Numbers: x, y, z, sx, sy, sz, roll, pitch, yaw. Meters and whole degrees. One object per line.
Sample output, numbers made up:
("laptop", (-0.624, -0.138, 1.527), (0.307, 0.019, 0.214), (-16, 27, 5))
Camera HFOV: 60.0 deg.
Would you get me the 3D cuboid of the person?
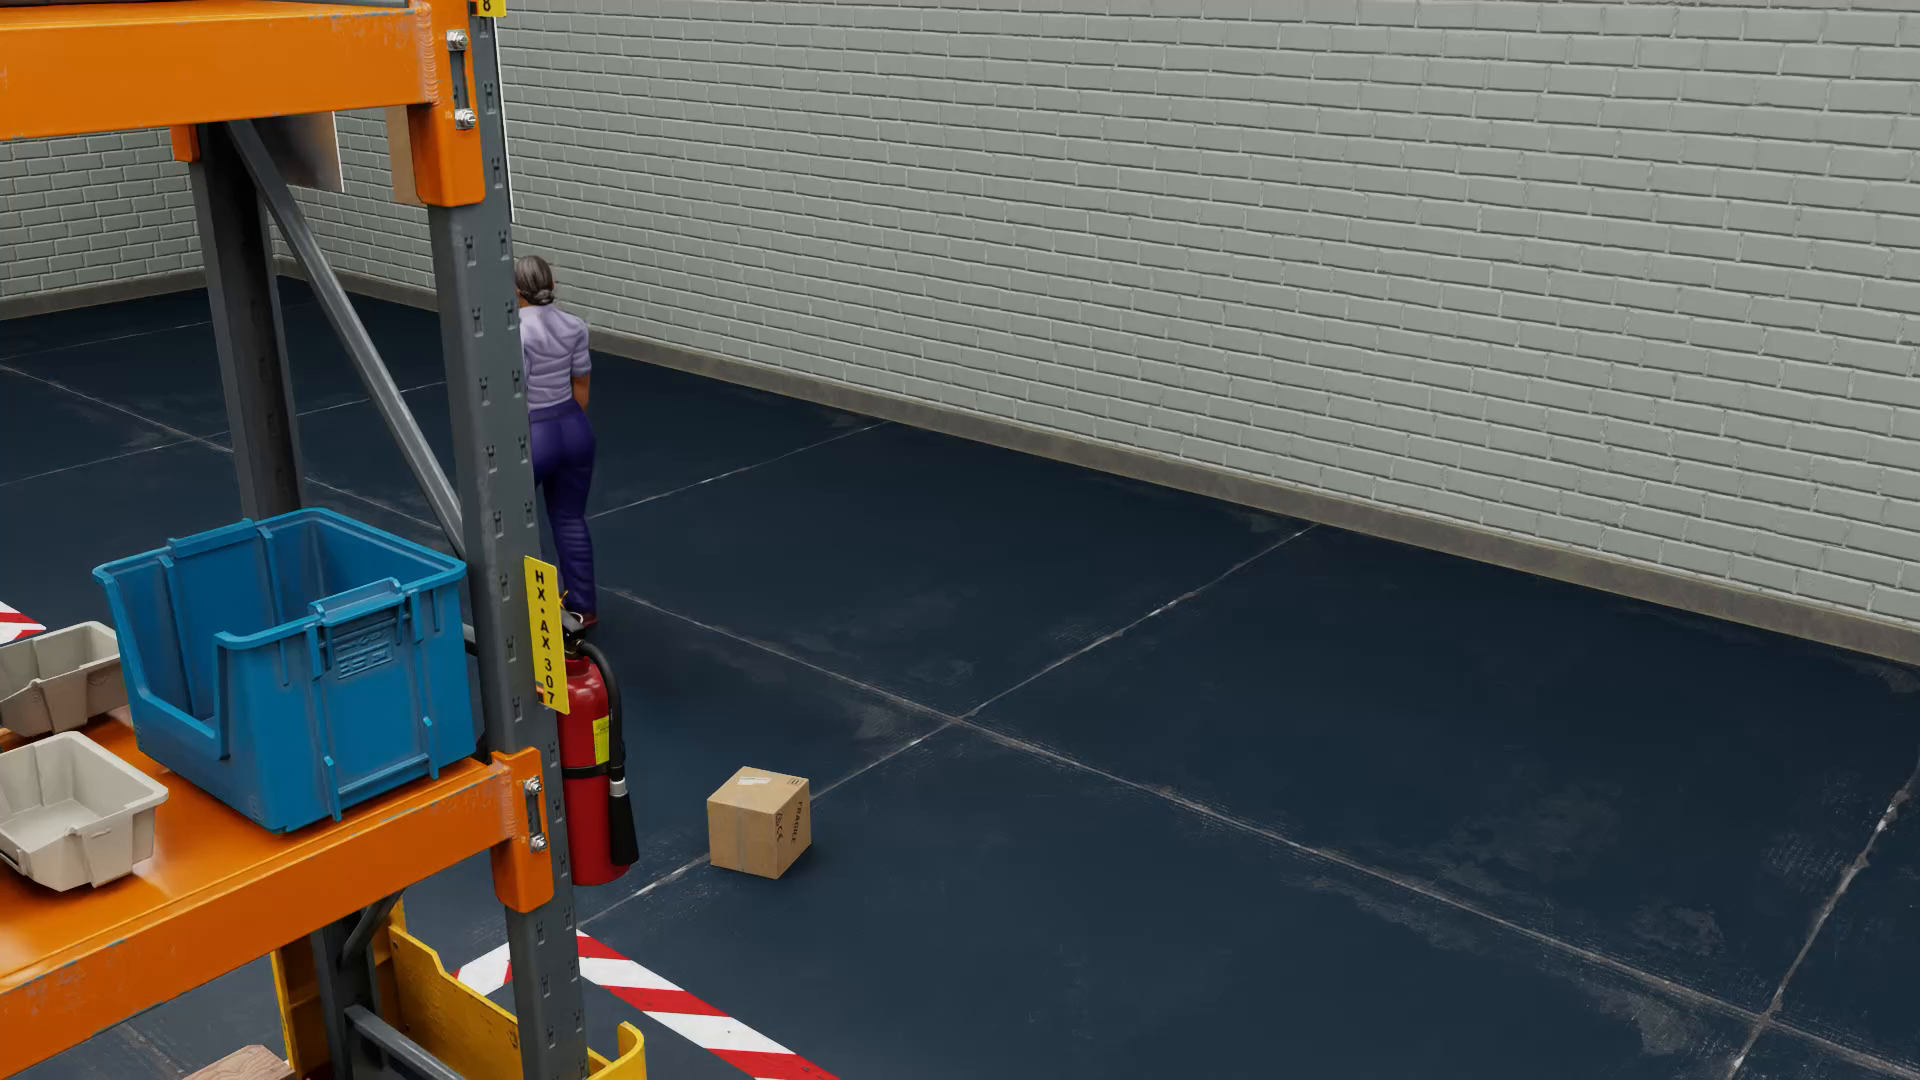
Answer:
("person", (-1.813, -0.389, 7.142), (0.470, 1.692, 0.511), (17, 26, 38))
